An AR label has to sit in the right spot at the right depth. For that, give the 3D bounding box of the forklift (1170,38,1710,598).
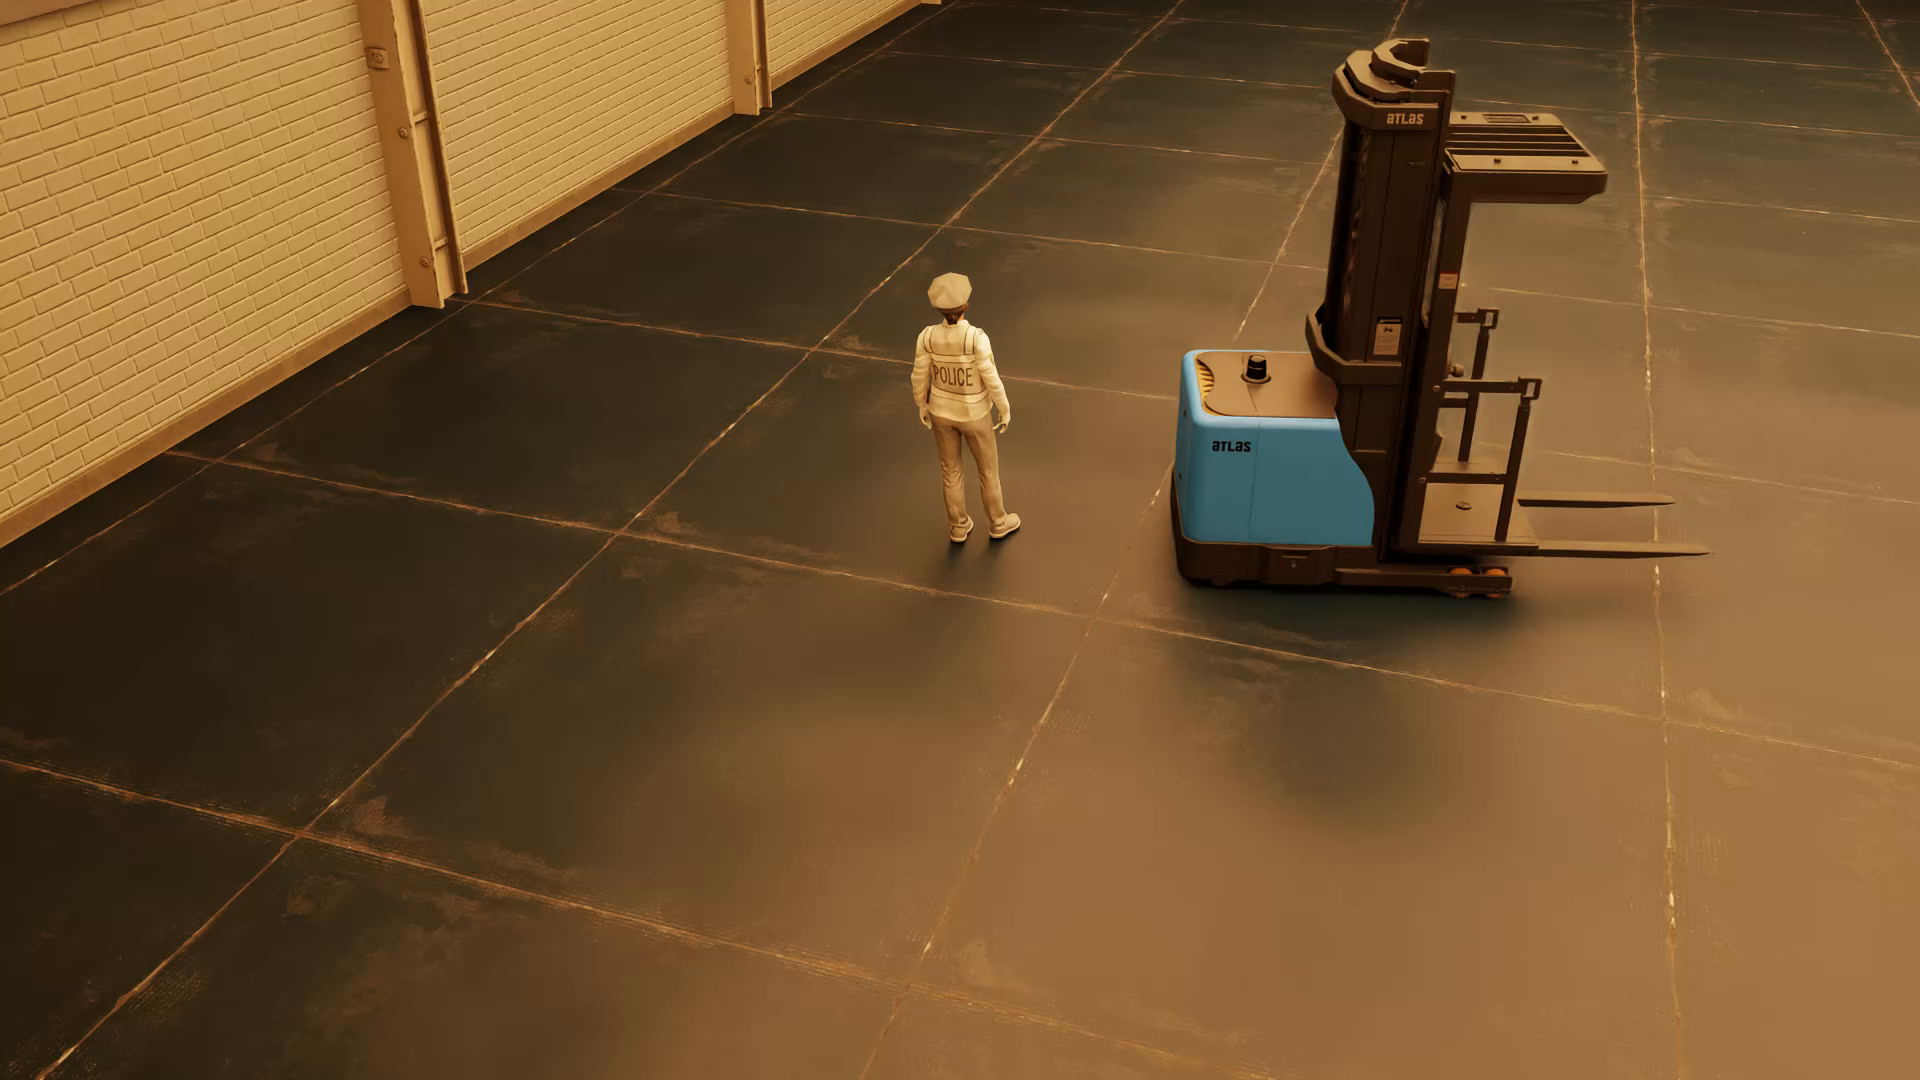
[{"bbox_3d":[2.803,-1.211,9.261,3.031,2.935,1.130,1,30,3],"label":"forklift"}]

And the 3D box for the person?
[{"bbox_3d":[0.028,-0.773,9.726,0.587,1.696,0.534,10,31,16],"label":"person"}]
